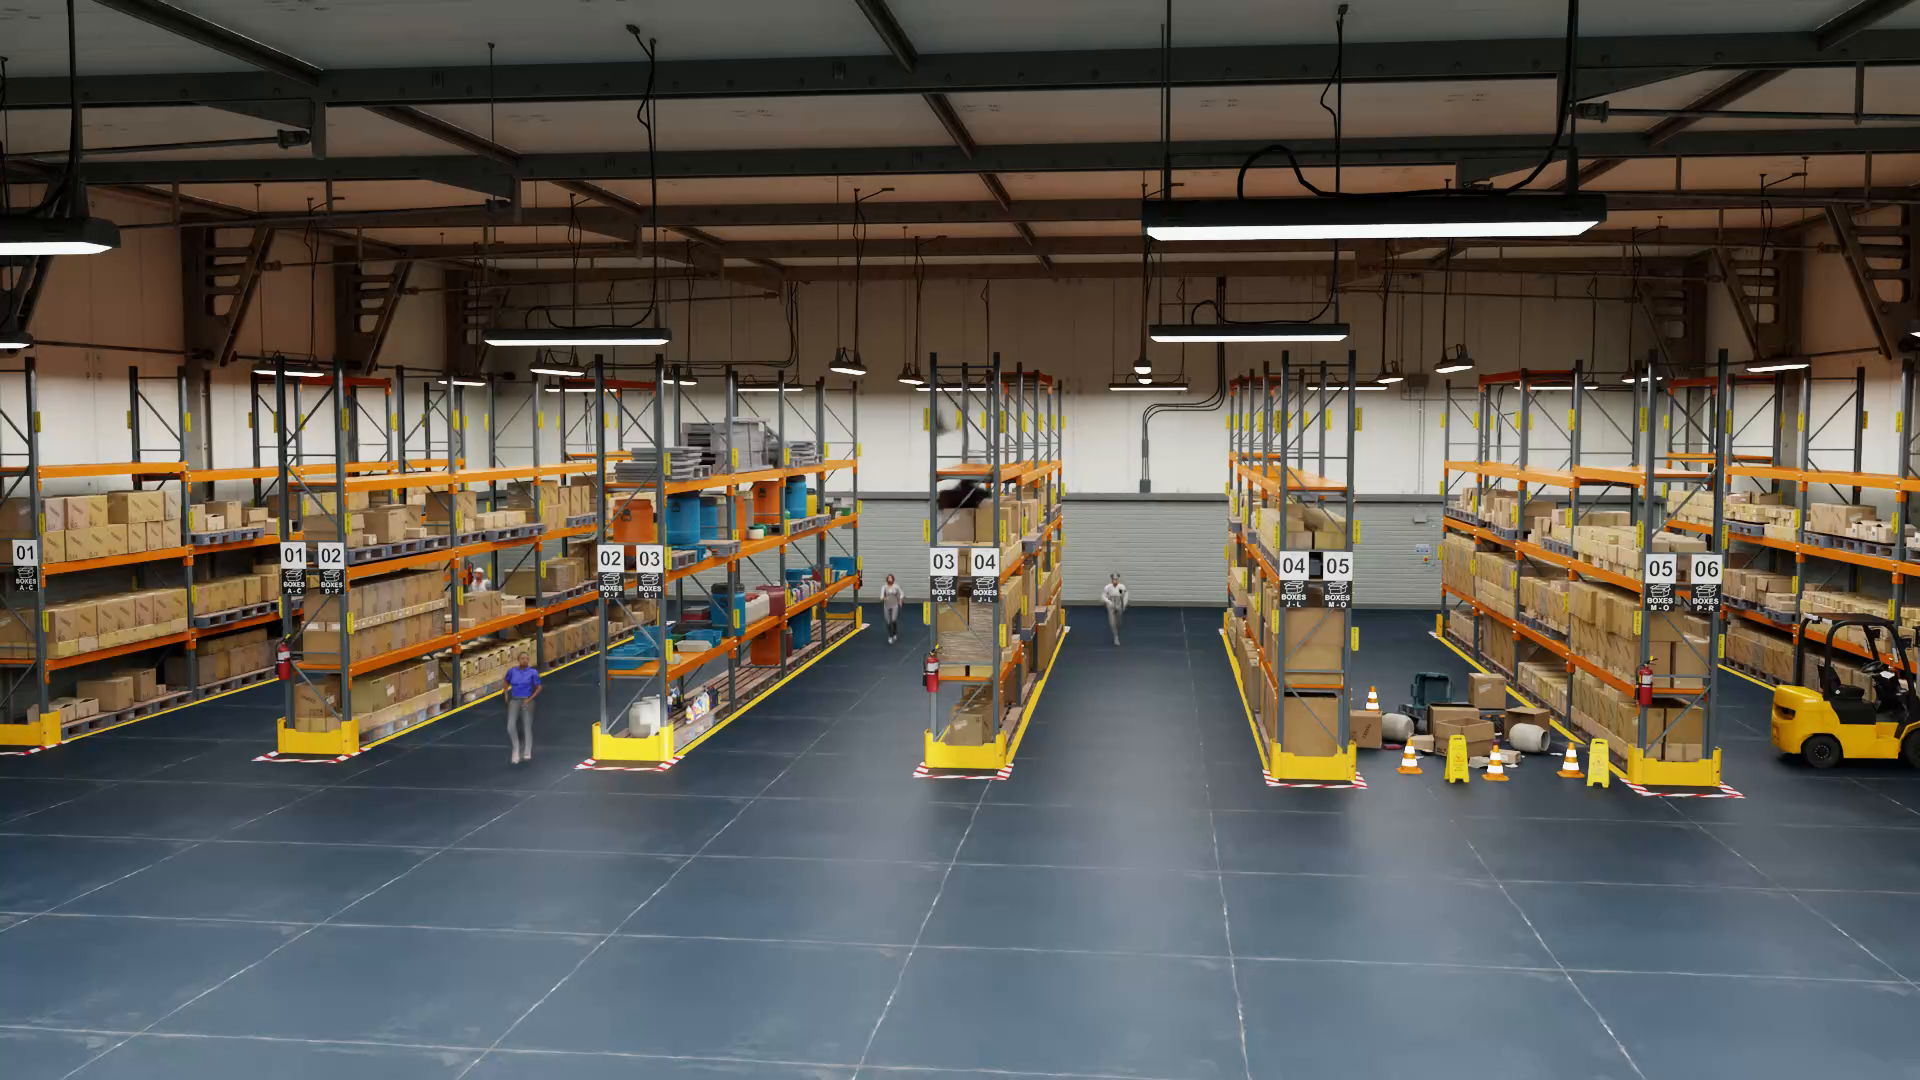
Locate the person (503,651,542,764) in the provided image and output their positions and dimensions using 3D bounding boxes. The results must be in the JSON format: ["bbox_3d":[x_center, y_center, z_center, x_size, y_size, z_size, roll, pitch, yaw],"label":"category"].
[{"bbox_3d":[-6.465,2.458,24.515,0.590,1.647,0.628,0,4,-4],"label":"person"}]

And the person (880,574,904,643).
[{"bbox_3d":[-1.551,1.546,37.511,0.511,1.570,0.636,0,4,5],"label":"person"}]

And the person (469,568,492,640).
[{"bbox_3d":[-10.715,1.494,37.378,0.655,1.764,0.678,1,4,12],"label":"person"}]

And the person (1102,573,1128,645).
[{"bbox_3d":[3.504,1.544,37.566,0.603,1.634,0.697,0,4,5],"label":"person"}]
